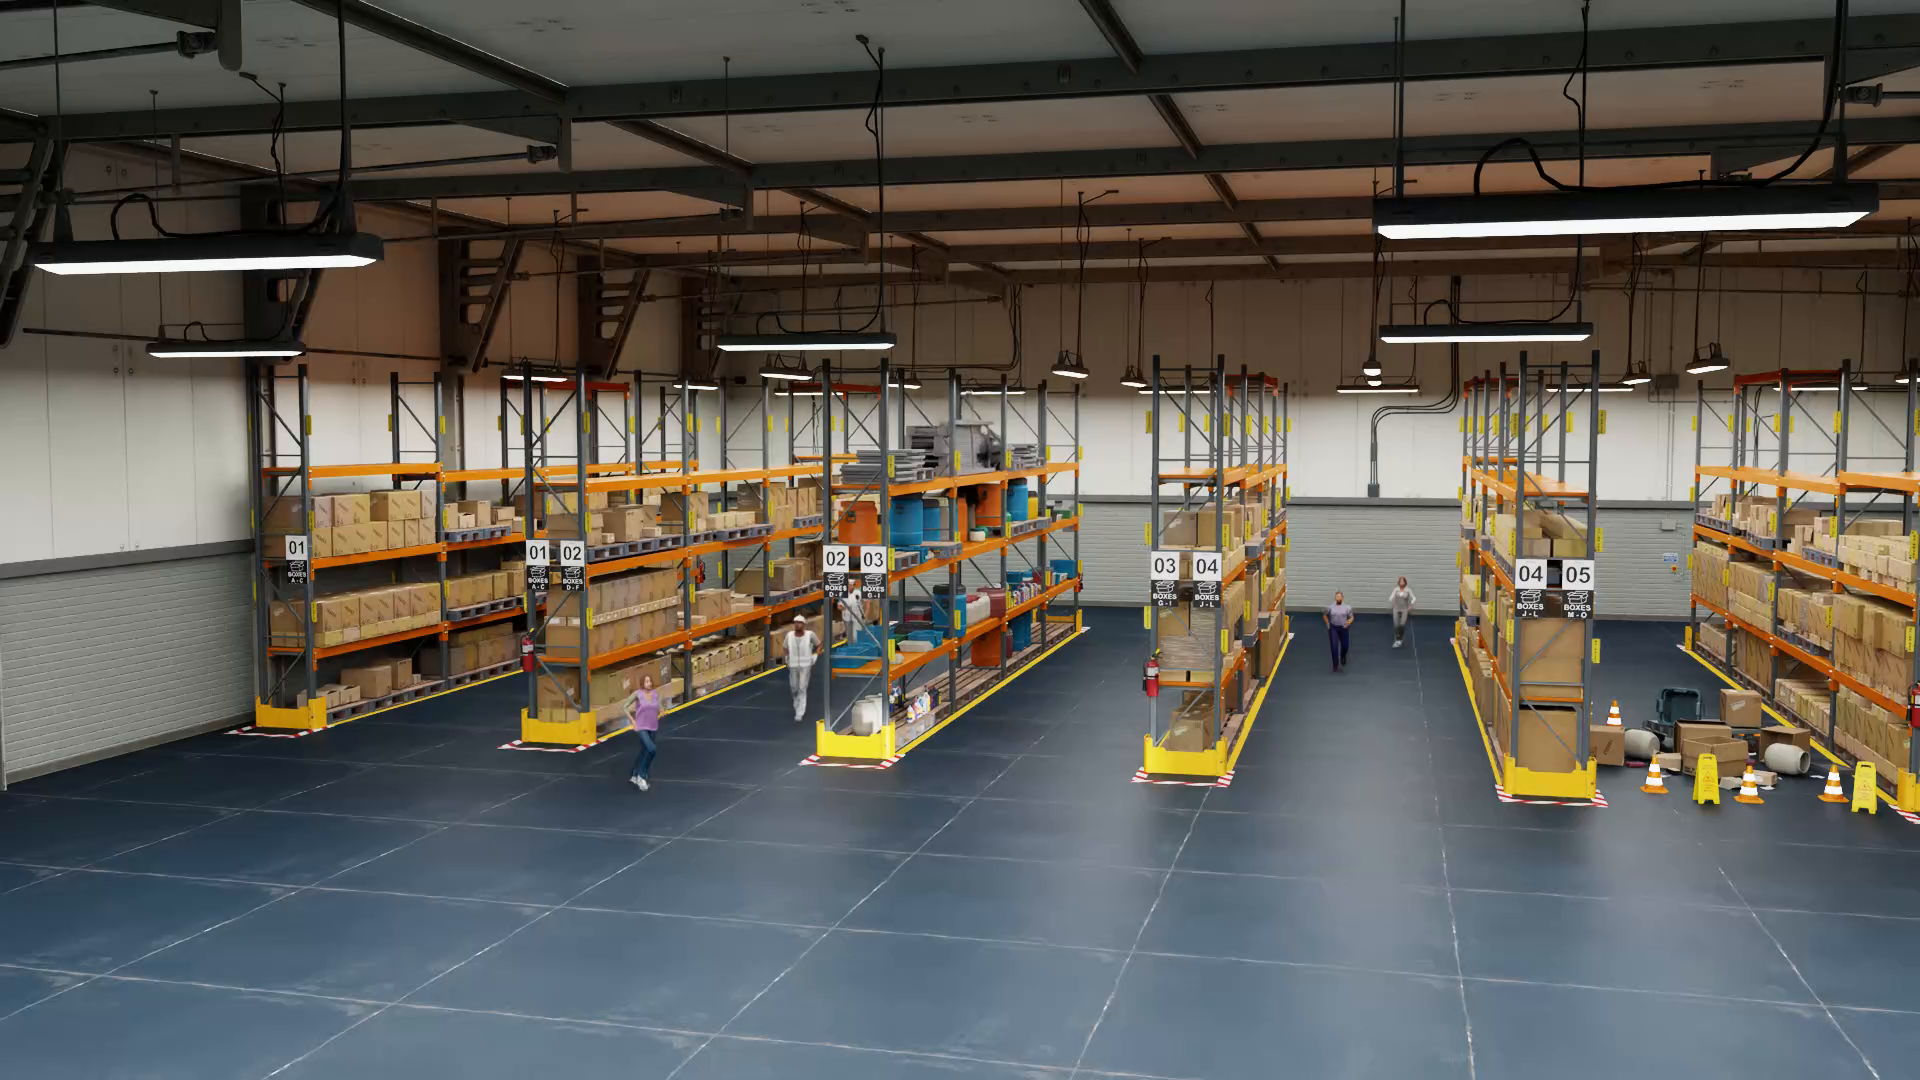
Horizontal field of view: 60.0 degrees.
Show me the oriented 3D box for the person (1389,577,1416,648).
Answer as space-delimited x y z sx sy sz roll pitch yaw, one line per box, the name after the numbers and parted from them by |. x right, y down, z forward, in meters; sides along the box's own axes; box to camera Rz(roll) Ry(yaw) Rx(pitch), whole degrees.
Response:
9.917 1.675 37.376 0.553 1.501 0.562 2 4 26 | person

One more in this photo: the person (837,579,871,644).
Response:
-2.110 1.652 32.891 0.608 1.782 0.827 1 4 12 | person

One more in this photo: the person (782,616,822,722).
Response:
-2.710 2.169 28.454 0.689 1.775 0.855 0 4 7 | person

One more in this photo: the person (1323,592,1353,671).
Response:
7.739 1.861 34.042 0.611 1.589 0.652 1 4 11 | person

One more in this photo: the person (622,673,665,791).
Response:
-4.308 2.640 22.876 0.679 1.618 0.507 4 5 43 | person
